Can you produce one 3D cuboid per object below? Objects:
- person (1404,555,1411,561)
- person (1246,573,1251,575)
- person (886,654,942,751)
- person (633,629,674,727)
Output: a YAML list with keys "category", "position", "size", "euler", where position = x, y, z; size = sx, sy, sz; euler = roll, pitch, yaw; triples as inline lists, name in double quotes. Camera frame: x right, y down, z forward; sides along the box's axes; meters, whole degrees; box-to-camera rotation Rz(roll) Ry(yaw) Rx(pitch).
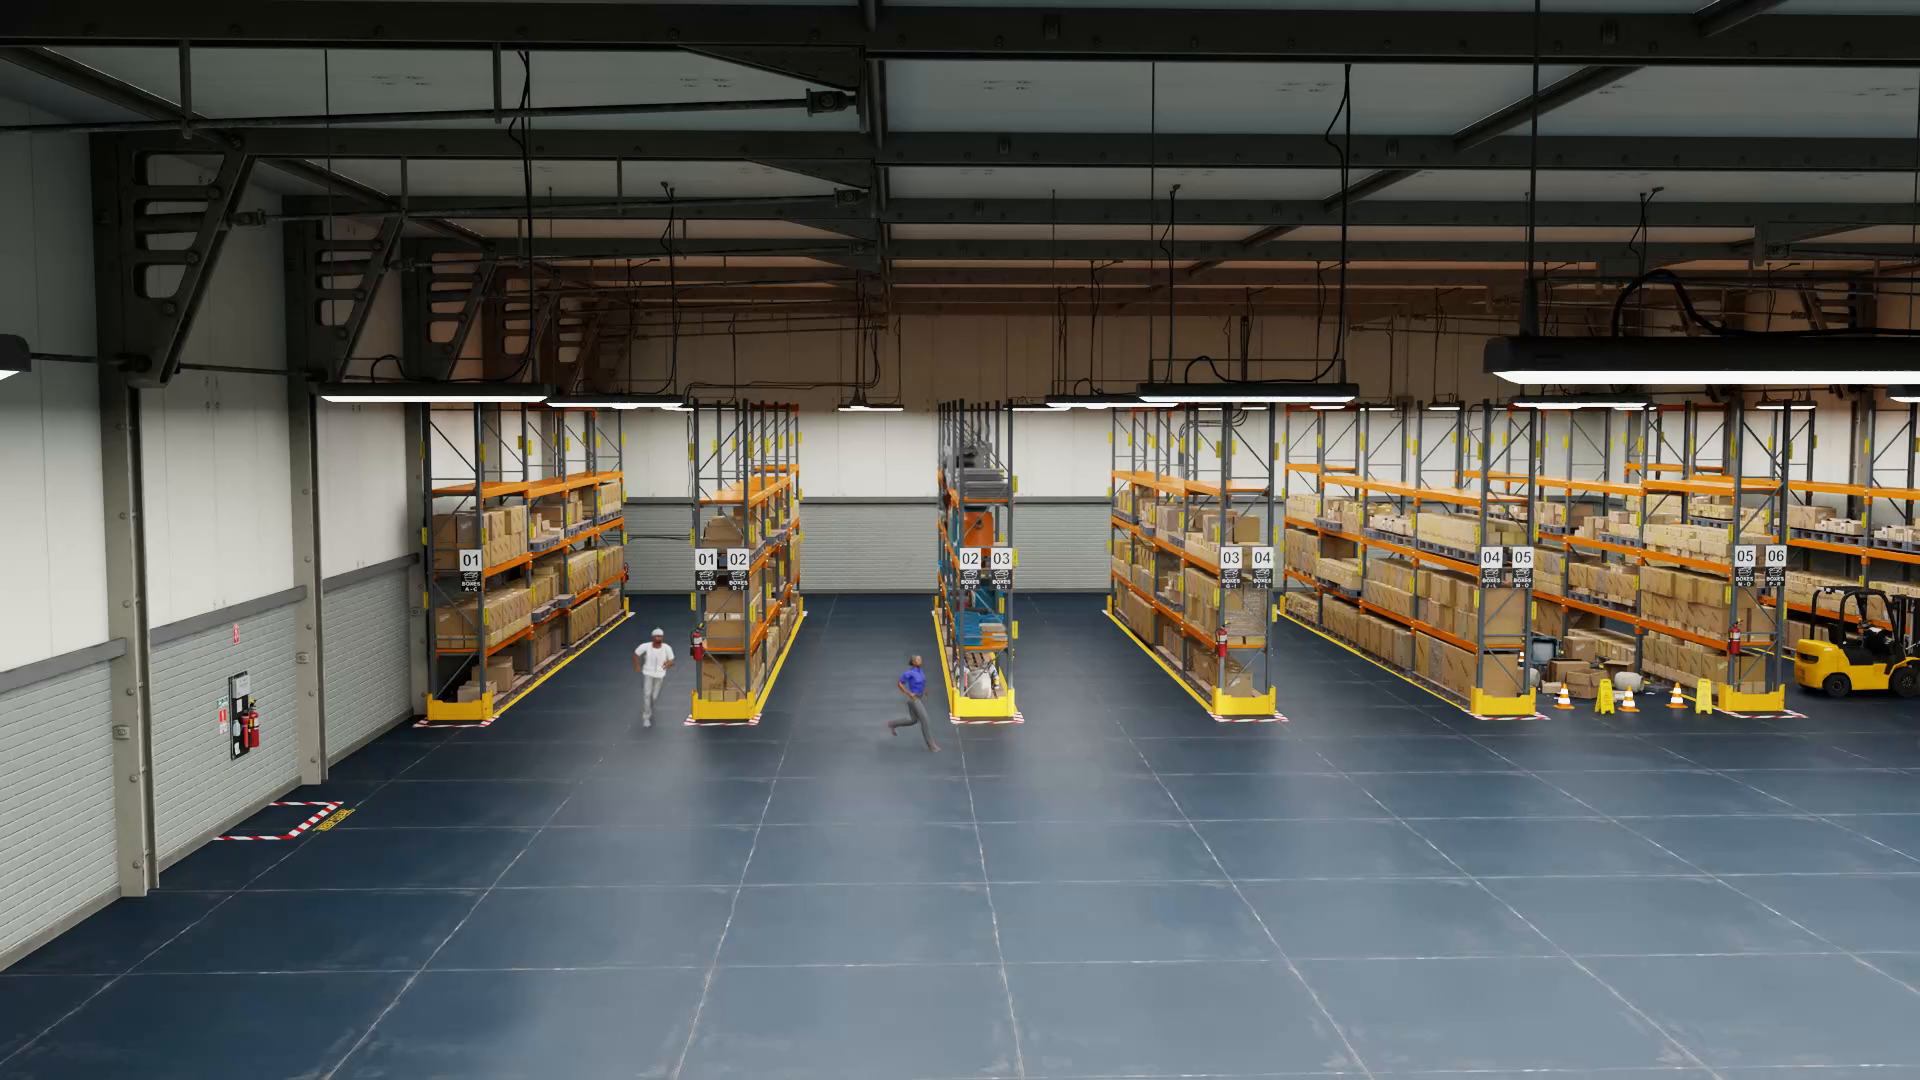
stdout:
- category: "person"
  position: [13.242, 1.174, 49.194]
  size: [0.565, 1.660, 0.596]
  euler: [-1, 4, -7]
- category: "person"
  position: [7.992, 1.264, 47.166]
  size: [0.758, 1.766, 0.909]
  euler: [2, 5, 24]
- category: "person"
  position: [-0.794, 2.769, 28.458]
  size: [1.057, 1.653, 0.547]
  euler: [1, 5, 18]
- category: "person"
  position: [-5.664, 2.517, 30.835]
  size: [0.734, 1.757, 0.913]
  euler: [-2, 5, -19]
